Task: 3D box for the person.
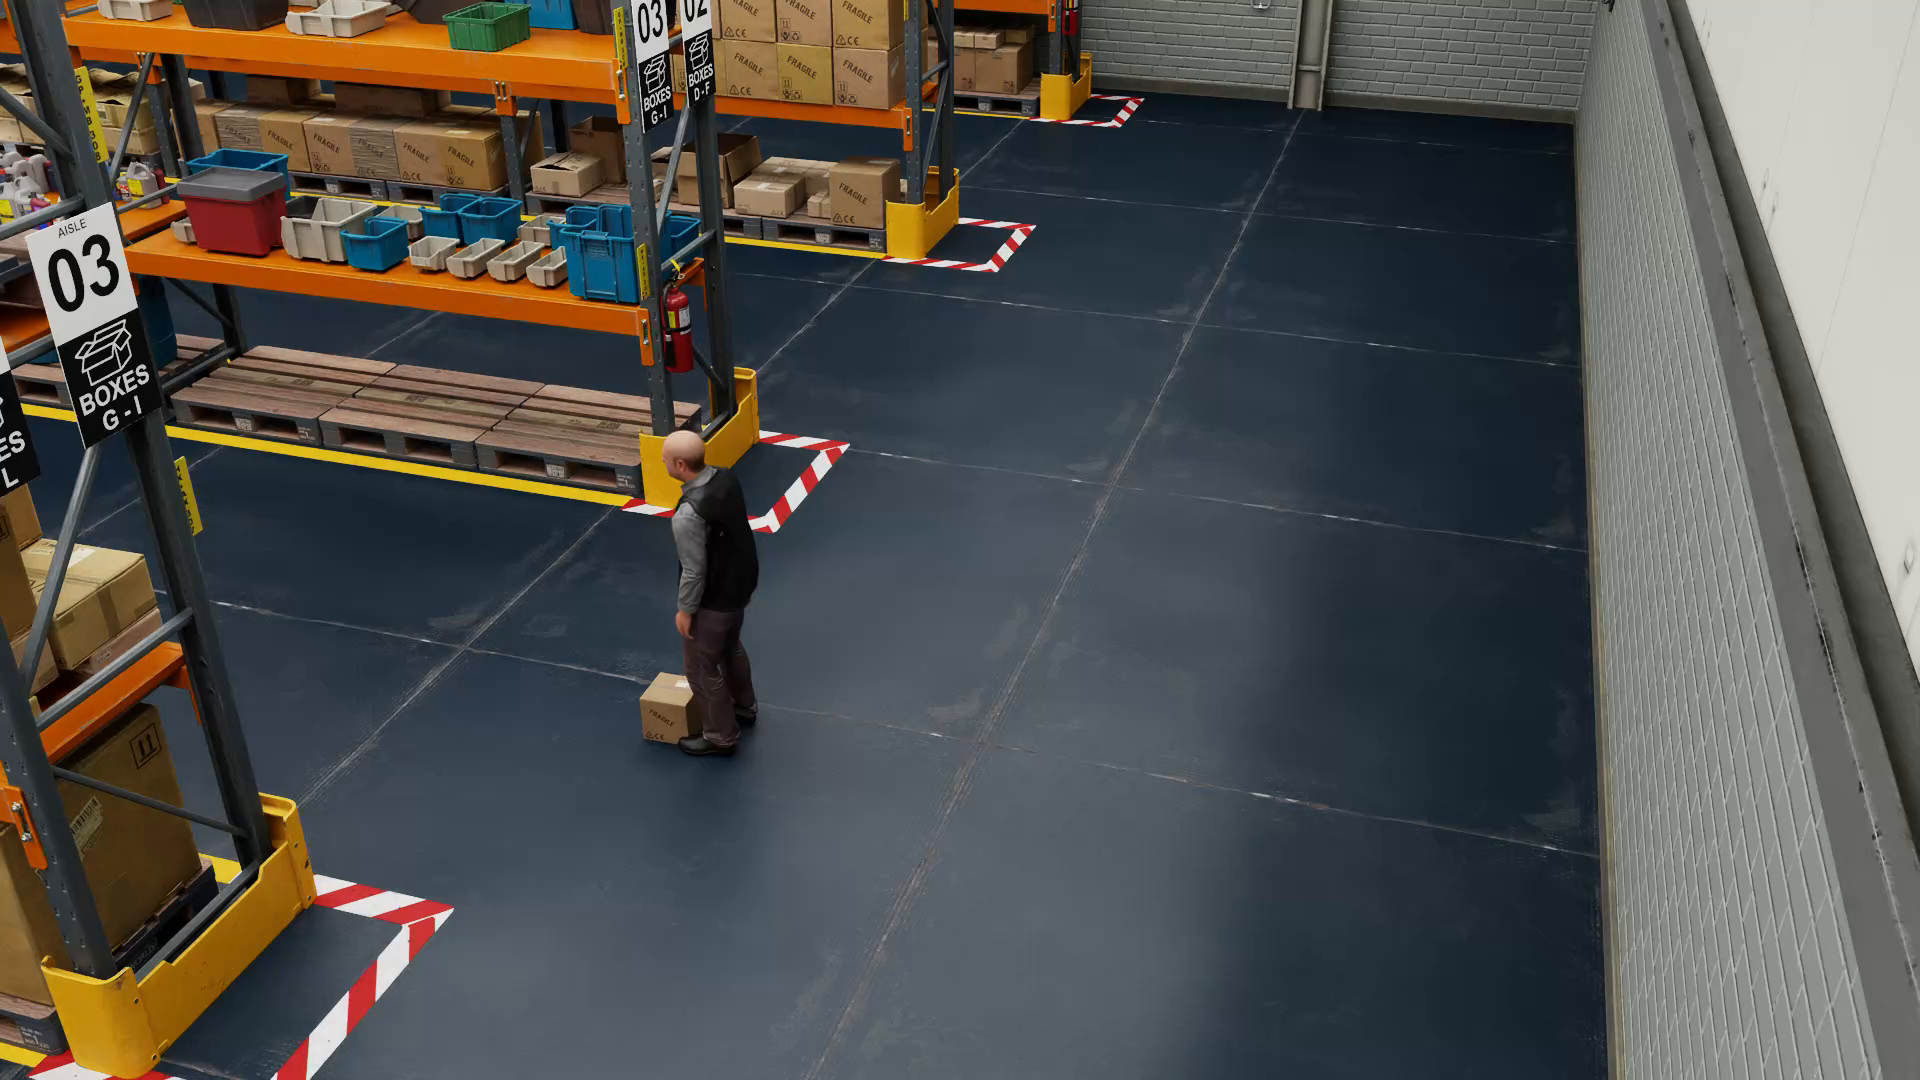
[{"bbox_3d":[-1.189,0.257,8.070,0.412,1.720,0.584,8,30,14],"label":"person"}]
